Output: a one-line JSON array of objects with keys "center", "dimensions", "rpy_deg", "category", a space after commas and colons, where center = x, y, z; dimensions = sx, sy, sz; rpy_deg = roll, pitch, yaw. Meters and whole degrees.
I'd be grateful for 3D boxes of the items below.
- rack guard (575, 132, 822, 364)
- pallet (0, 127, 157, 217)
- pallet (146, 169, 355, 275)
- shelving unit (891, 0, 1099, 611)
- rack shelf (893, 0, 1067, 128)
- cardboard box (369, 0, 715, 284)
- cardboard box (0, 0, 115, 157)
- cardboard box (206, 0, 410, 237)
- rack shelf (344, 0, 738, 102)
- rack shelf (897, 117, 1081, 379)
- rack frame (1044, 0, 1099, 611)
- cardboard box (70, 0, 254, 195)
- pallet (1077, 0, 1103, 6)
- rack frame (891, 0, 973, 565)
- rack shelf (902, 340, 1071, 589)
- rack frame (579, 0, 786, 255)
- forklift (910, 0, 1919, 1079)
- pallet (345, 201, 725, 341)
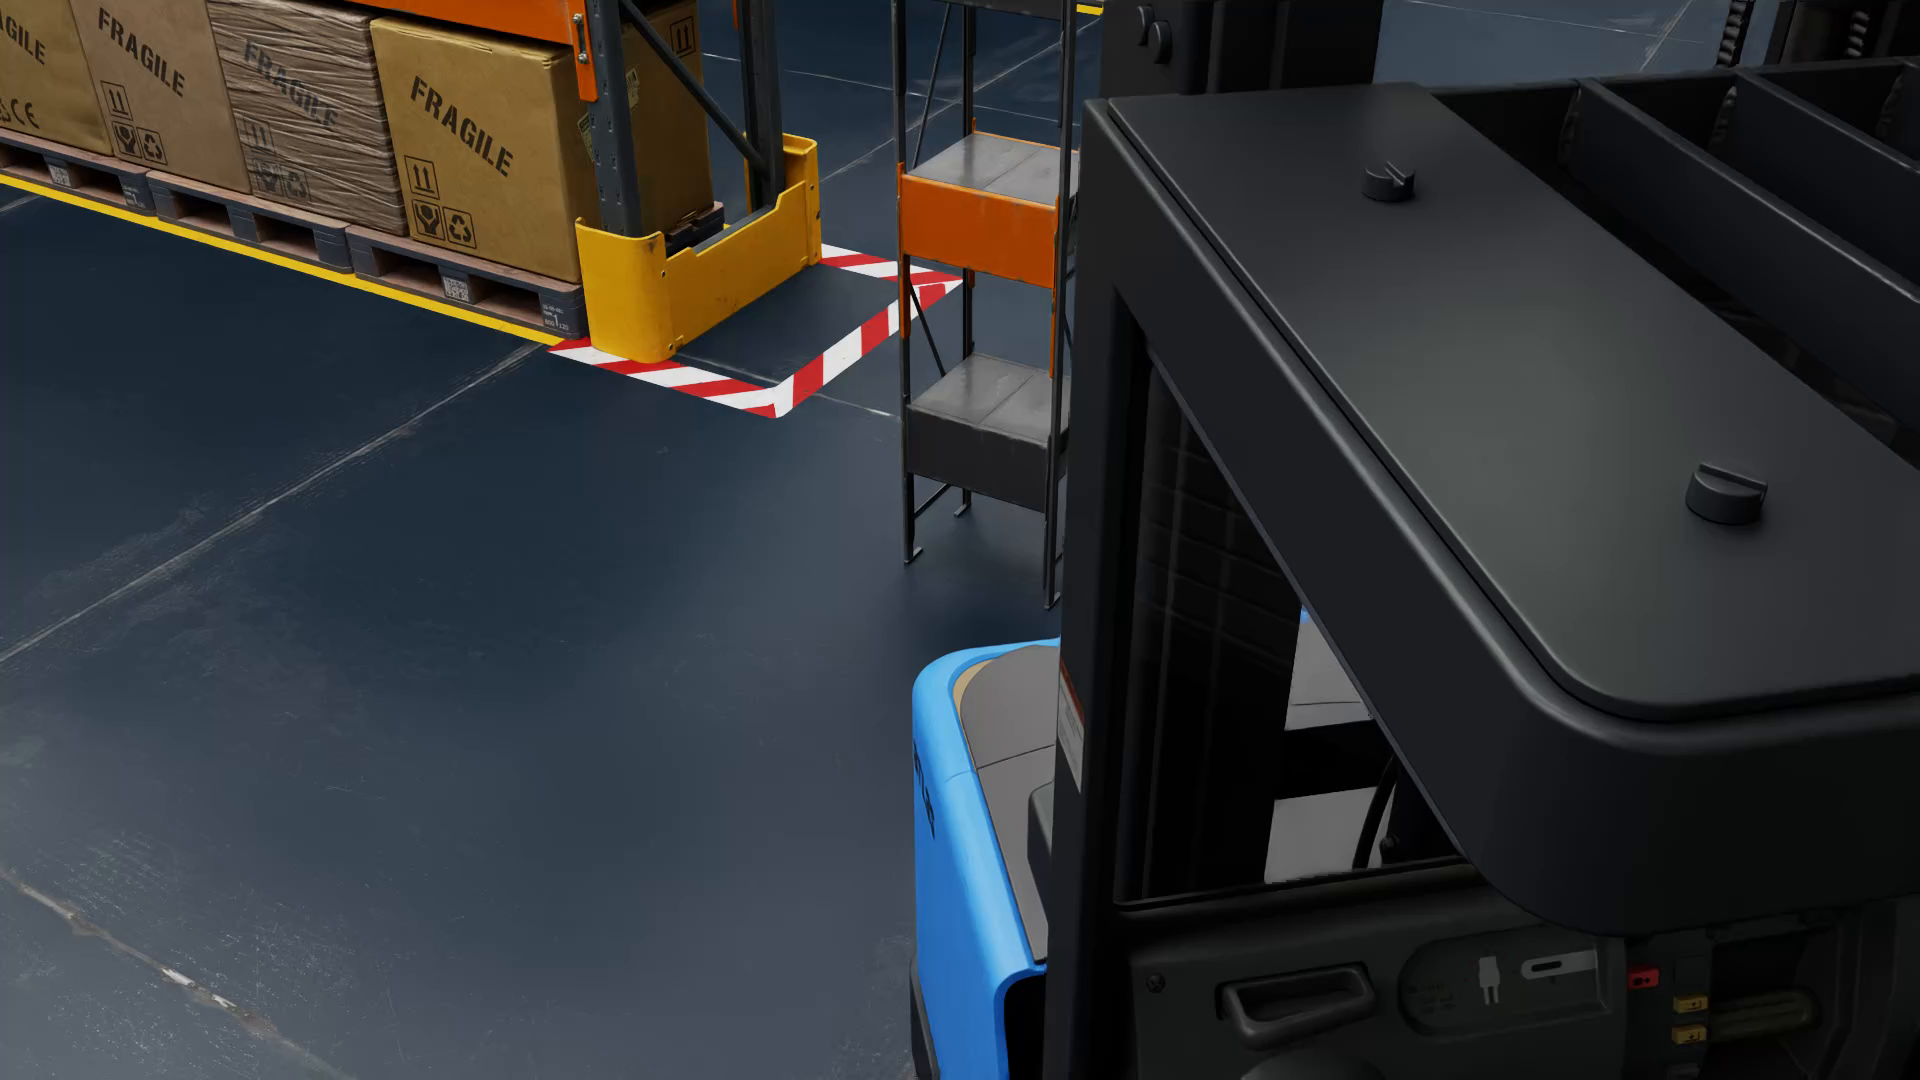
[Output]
[{"center": [-0.998, -1.184, 6.577], "dimensions": [0.348, 0.500, 1.175], "rpy_deg": [18, 37, 24], "category": "rack guard"}, {"center": [-3.871, -1.924, 7.948], "dimensions": [1.213, 0.211, 1.003], "rpy_deg": [18, 37, 24], "category": "pallet"}, {"center": [-2.807, -1.589, 7.445], "dimensions": [1.213, 0.211, 1.003], "rpy_deg": [18, 37, 24], "category": "pallet"}, {"center": [0.144, -0.828, 4.600], "dimensions": [0.503, 2.100, 0.431], "rpy_deg": [18, 37, 24], "category": "shelving unit"}, {"center": [0.144, -1.400, 4.219], "dimensions": [0.480, 0.518, 0.431], "rpy_deg": [18, 37, 24], "category": "rack shelf"}, {"center": [-1.615, -1.659, 6.573], "dimensions": [0.875, 0.875, 0.875], "rpy_deg": [18, 37, 24], "category": "cardboard box"}, {"center": [-3.959, -2.402, 7.688], "dimensions": [0.875, 0.875, 0.875], "rpy_deg": [18, 37, 24], "category": "cardboard box"}, {"center": [-2.405, -1.909, 6.949], "dimensions": [0.875, 0.875, 0.875], "rpy_deg": [18, 37, 24], "category": "cardboard box"}, {"center": [-2.756, -2.482, 6.920], "dimensions": [4.000, 0.370, 1.077], "rpy_deg": [18, 37, 24], "category": "rack shelf"}, {"center": [0.144, -0.817, 4.607], "dimensions": [0.480, 0.518, 0.431], "rpy_deg": [18, 37, 24], "category": "rack shelf"}, {"center": [0.356, -0.761, 4.499], "dimensions": [0.015, 2.100, 0.400], "rpy_deg": [18, 37, 24], "category": "rack frame"}, {"center": [-3.177, -2.154, 7.317], "dimensions": [0.875, 0.875, 0.875], "rpy_deg": [18, 37, 24], "category": "cardboard box"}, {"center": [0.742, -3.699, 10.615], "dimensions": [1.213, 0.211, 1.003], "rpy_deg": [18, 37, 24], "category": "pallet"}, {"center": [-0.068, -0.896, 4.700], "dimensions": [0.015, 2.100, 0.400], "rpy_deg": [18, 37, 24], "category": "rack frame"}, {"center": [0.144, -0.234, 4.995], "dimensions": [0.480, 0.518, 0.431], "rpy_deg": [18, 37, 24], "category": "rack shelf"}, {"center": [-1.019, -2.231, 5.894], "dimensions": [0.127, 3.000, 1.000], "rpy_deg": [18, 37, 24], "category": "rack frame"}, {"center": [0.682, 0.629, 1.661], "dimensions": [1.130, 2.935, 3.031], "rpy_deg": [-6, 34, -9], "category": "forklift"}, {"center": [-1.752, -1.253, 6.941], "dimensions": [1.213, 0.211, 1.003], "rpy_deg": [18, 37, 24], "category": "pallet"}]
